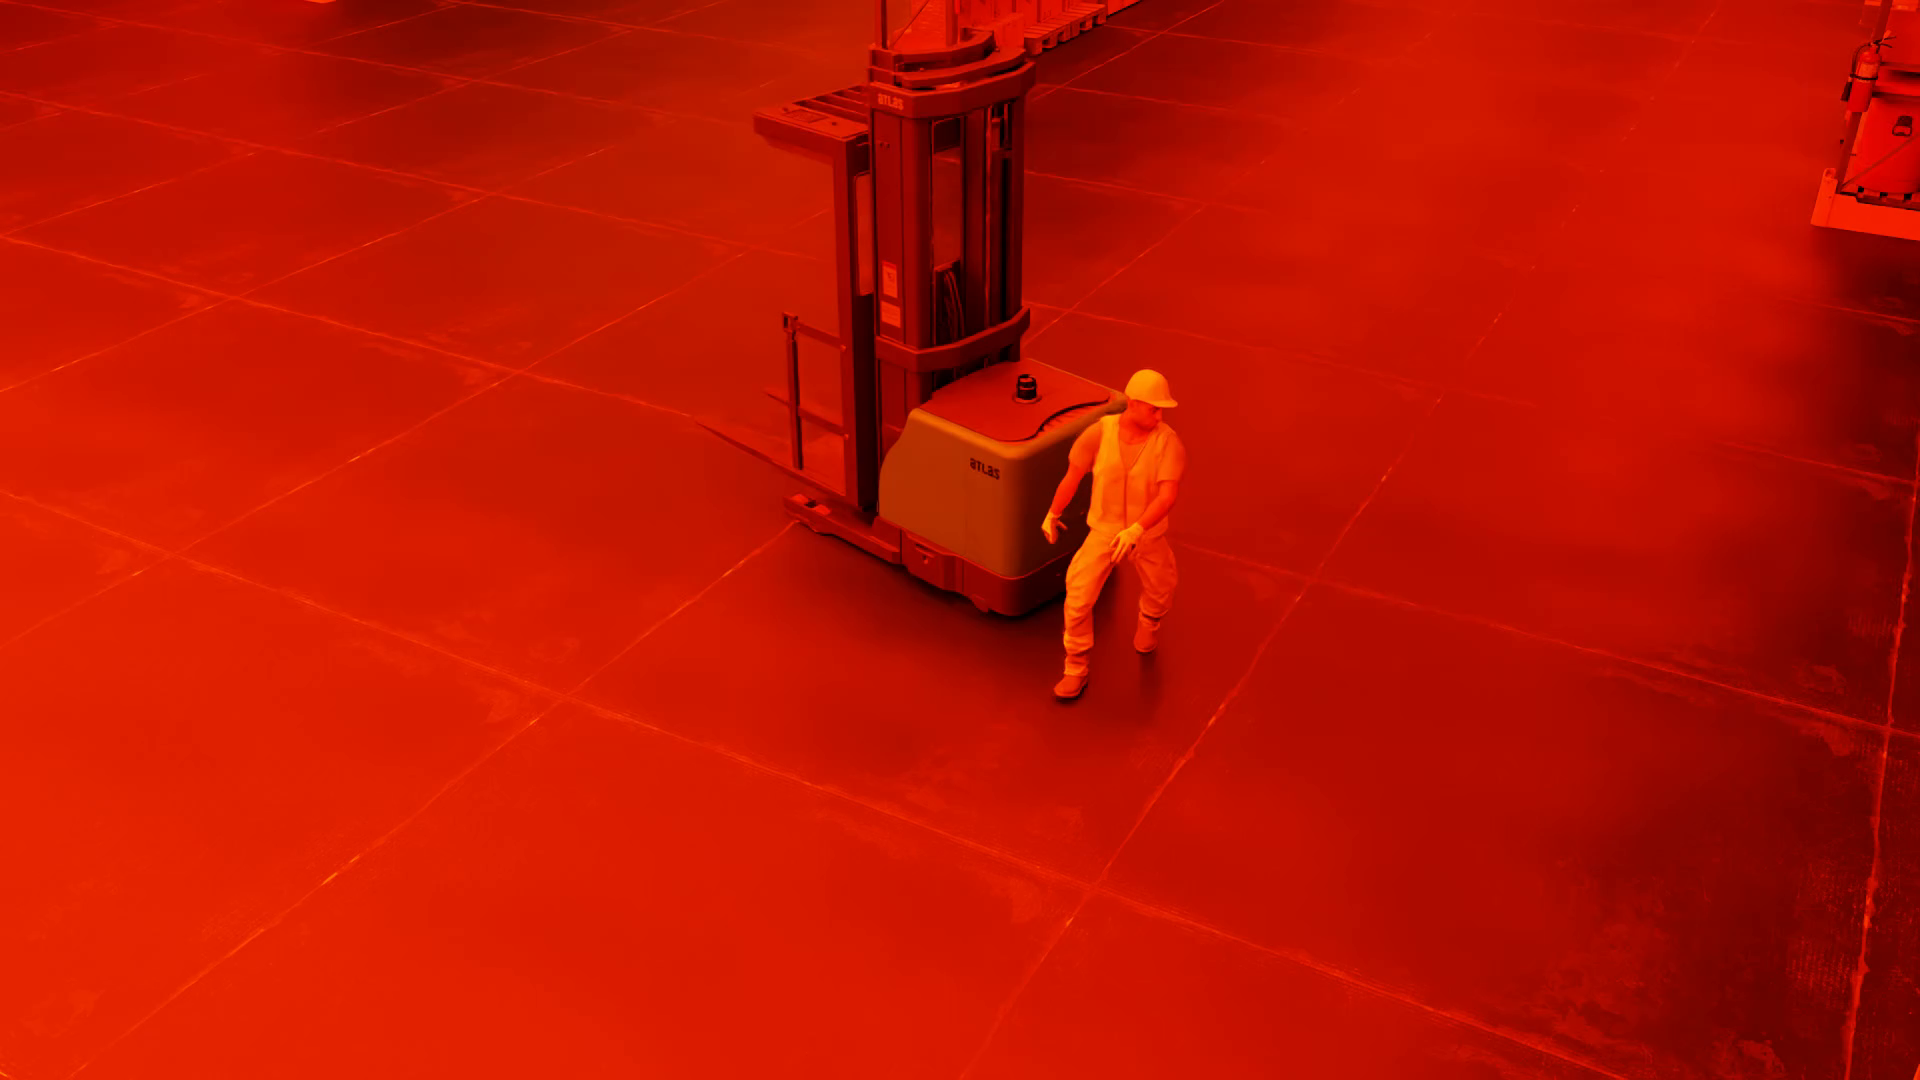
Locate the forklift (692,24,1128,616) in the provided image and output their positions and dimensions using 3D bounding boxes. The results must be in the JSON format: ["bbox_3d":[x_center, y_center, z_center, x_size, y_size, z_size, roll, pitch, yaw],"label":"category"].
[{"bbox_3d":[-0.443,-1.479,9.634,3.031,2.935,1.130,26,39,37],"label":"forklift"}]

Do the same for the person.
[{"bbox_3d":[0.769,-0.052,8.415,0.713,1.697,0.844,3,30,4],"label":"person"}]
